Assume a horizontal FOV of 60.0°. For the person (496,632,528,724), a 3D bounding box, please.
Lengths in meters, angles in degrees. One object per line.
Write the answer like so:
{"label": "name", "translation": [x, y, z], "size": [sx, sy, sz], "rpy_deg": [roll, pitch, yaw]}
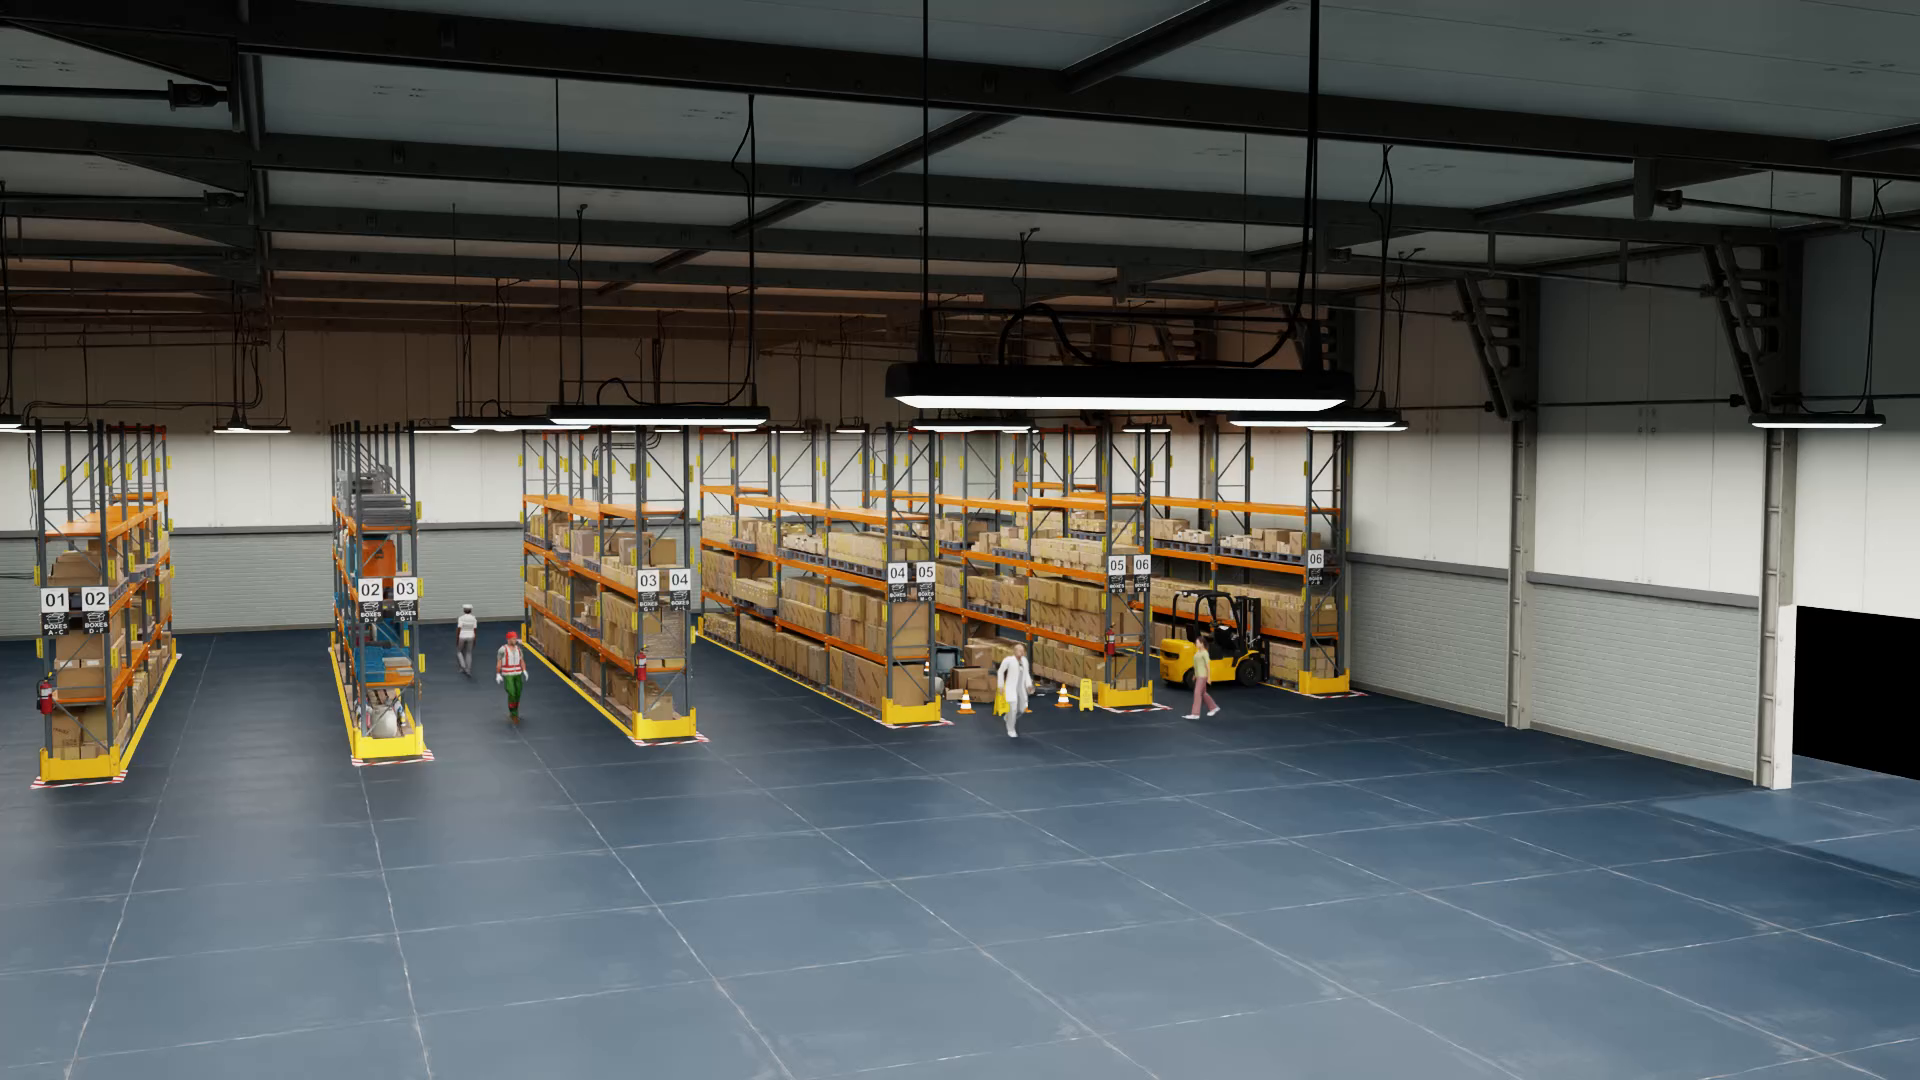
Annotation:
{"label": "person", "translation": [-8.948, 2.759, 33.442], "size": [0.694, 1.813, 0.569], "rpy_deg": [3, 5, 44]}

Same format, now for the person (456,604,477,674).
{"label": "person", "translation": [-11.820, 2.390, 39.848], "size": [0.490, 1.670, 0.449], "rpy_deg": [-2, 4, -25]}

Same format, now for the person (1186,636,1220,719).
{"label": "person", "translation": [4.927, 2.780, 33.731], "size": [0.810, 1.656, 0.437], "rpy_deg": [-1, 4, -11]}

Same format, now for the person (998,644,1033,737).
{"label": "person", "translation": [0.989, 2.865, 31.911], "size": [0.646, 1.754, 0.715], "rpy_deg": [-3, 4, -38]}
